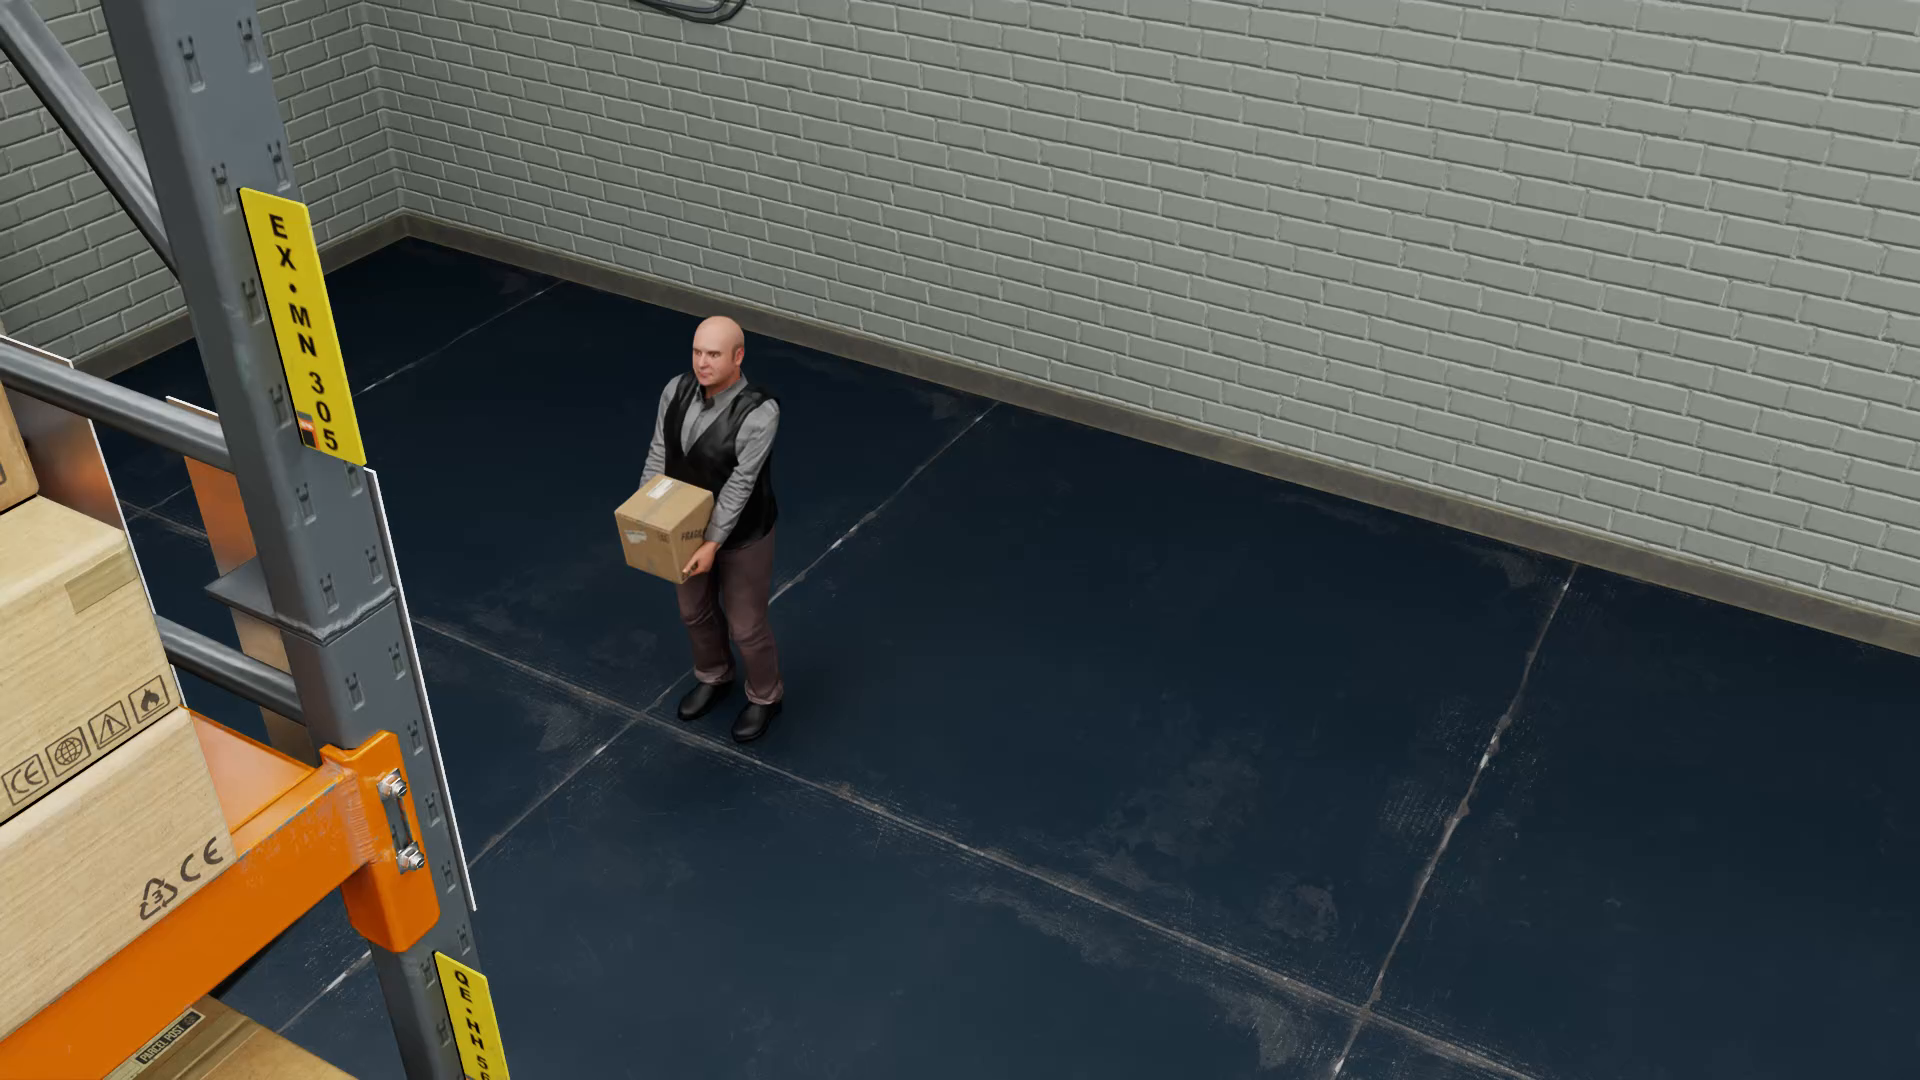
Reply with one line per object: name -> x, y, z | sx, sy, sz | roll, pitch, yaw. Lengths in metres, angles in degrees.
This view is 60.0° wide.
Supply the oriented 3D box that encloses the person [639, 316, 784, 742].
person -> -0.929, 0.012, 6.154 | 0.494, 1.713, 0.556 | 18, 38, 25
